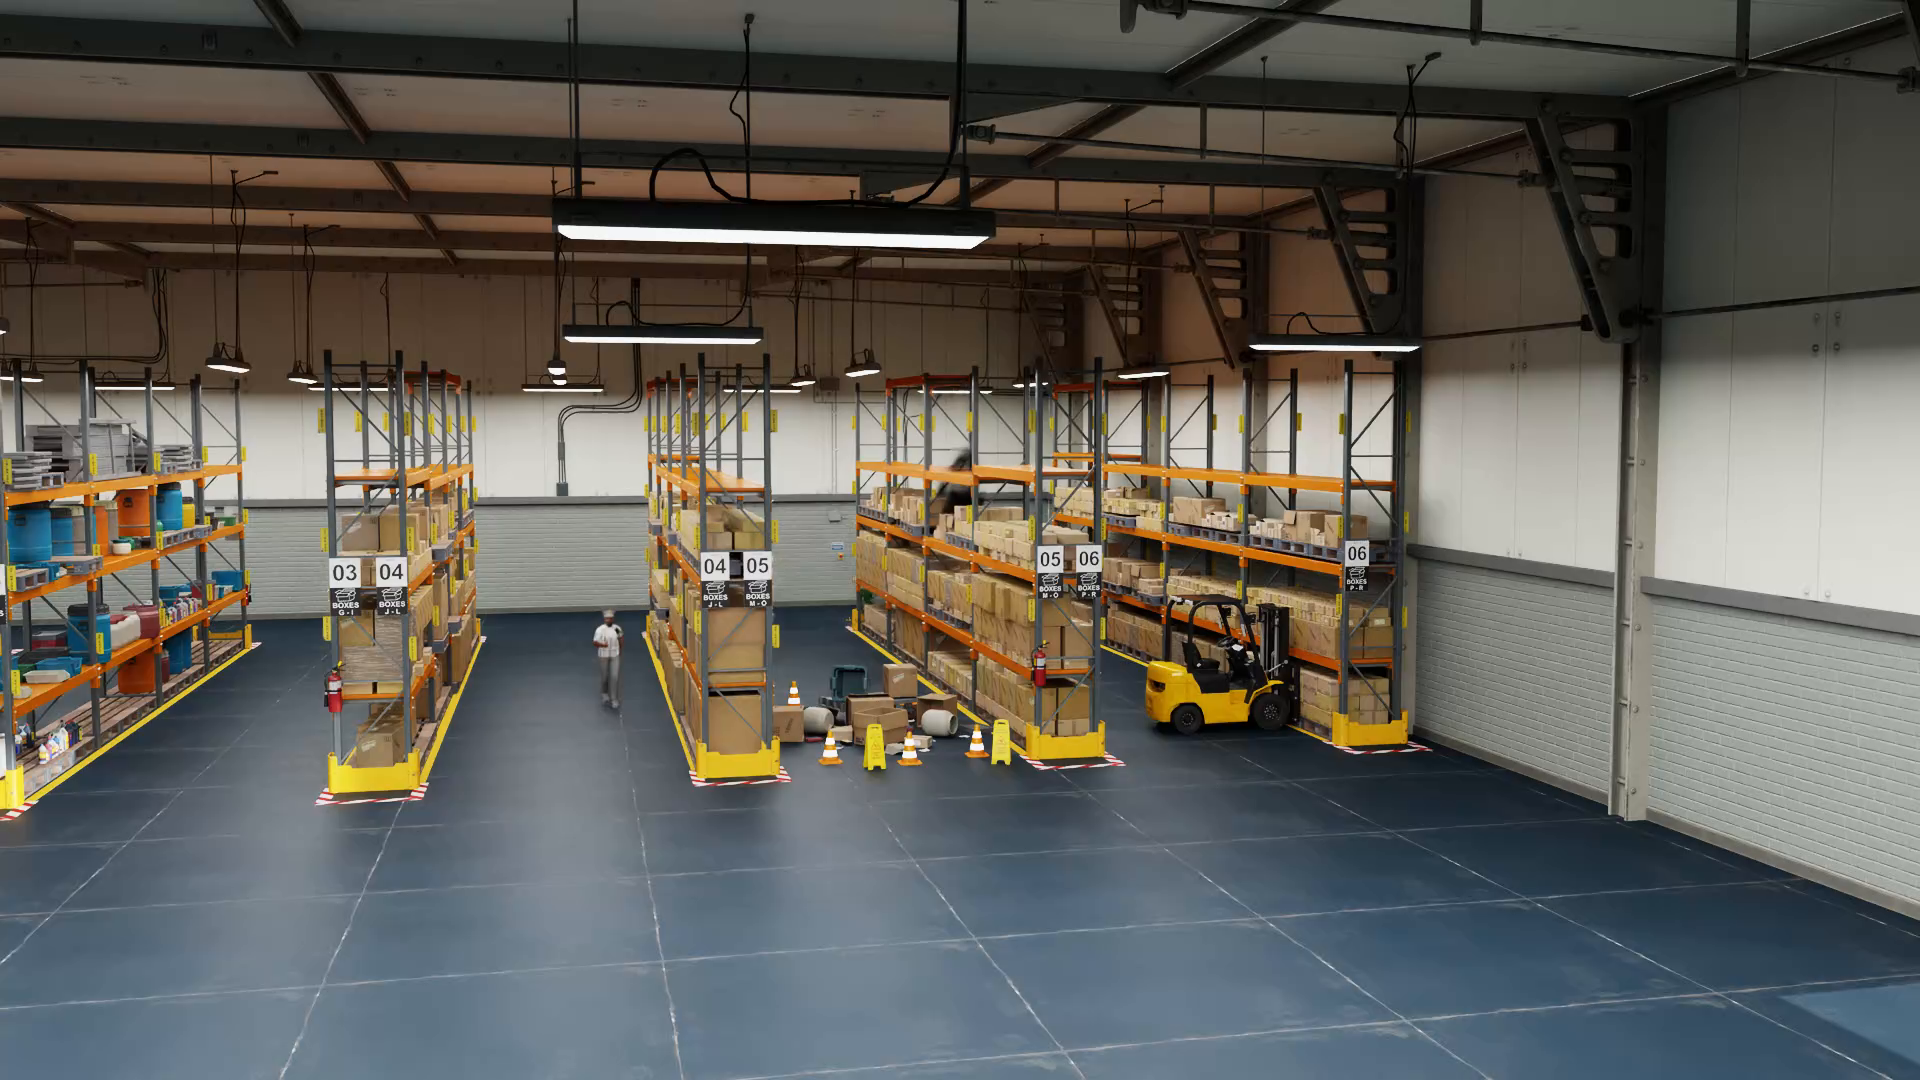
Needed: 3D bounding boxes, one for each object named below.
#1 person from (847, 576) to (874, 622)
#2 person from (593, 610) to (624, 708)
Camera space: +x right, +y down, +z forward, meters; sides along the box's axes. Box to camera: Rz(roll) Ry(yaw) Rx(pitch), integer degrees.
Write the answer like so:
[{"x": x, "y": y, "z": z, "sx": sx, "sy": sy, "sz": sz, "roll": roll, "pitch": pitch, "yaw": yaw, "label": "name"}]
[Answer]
[{"x": -2.394, "y": 1.204, "z": 41.640, "sx": 0.905, "sy": 1.775, "sz": 0.694, "roll": 0, "pitch": 4, "yaw": 1, "label": "person"}, {"x": -6.213, "y": 2.081, "z": 29.480, "sx": 0.578, "sy": 1.693, "sz": 0.870, "roll": -1, "pitch": 4, "yaw": -19, "label": "person"}]
